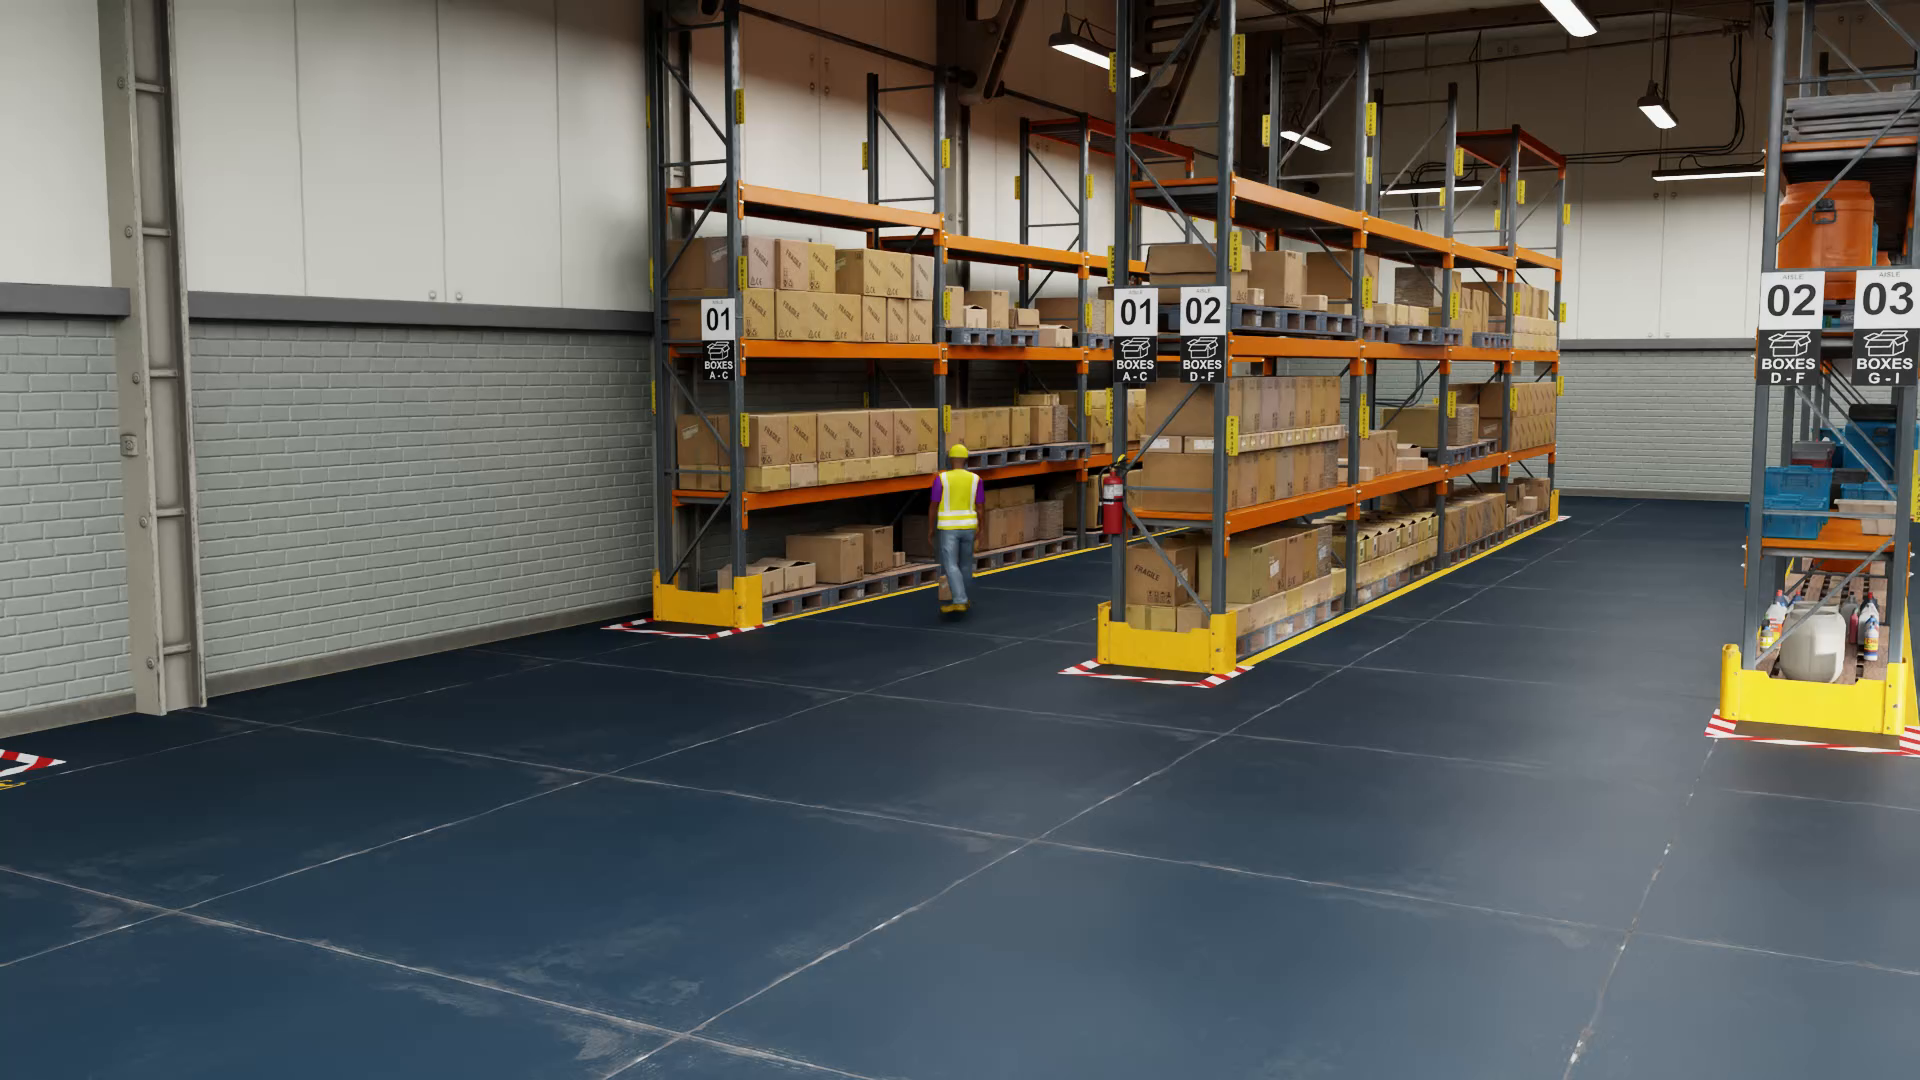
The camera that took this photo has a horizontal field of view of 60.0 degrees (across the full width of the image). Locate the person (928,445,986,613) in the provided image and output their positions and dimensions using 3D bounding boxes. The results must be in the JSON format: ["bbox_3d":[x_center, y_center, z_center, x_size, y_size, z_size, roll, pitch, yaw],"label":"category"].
[{"bbox_3d":[-0.038,-0.111,17.171,0.585,1.746,0.923,-2,6,-19],"label":"person"}]
